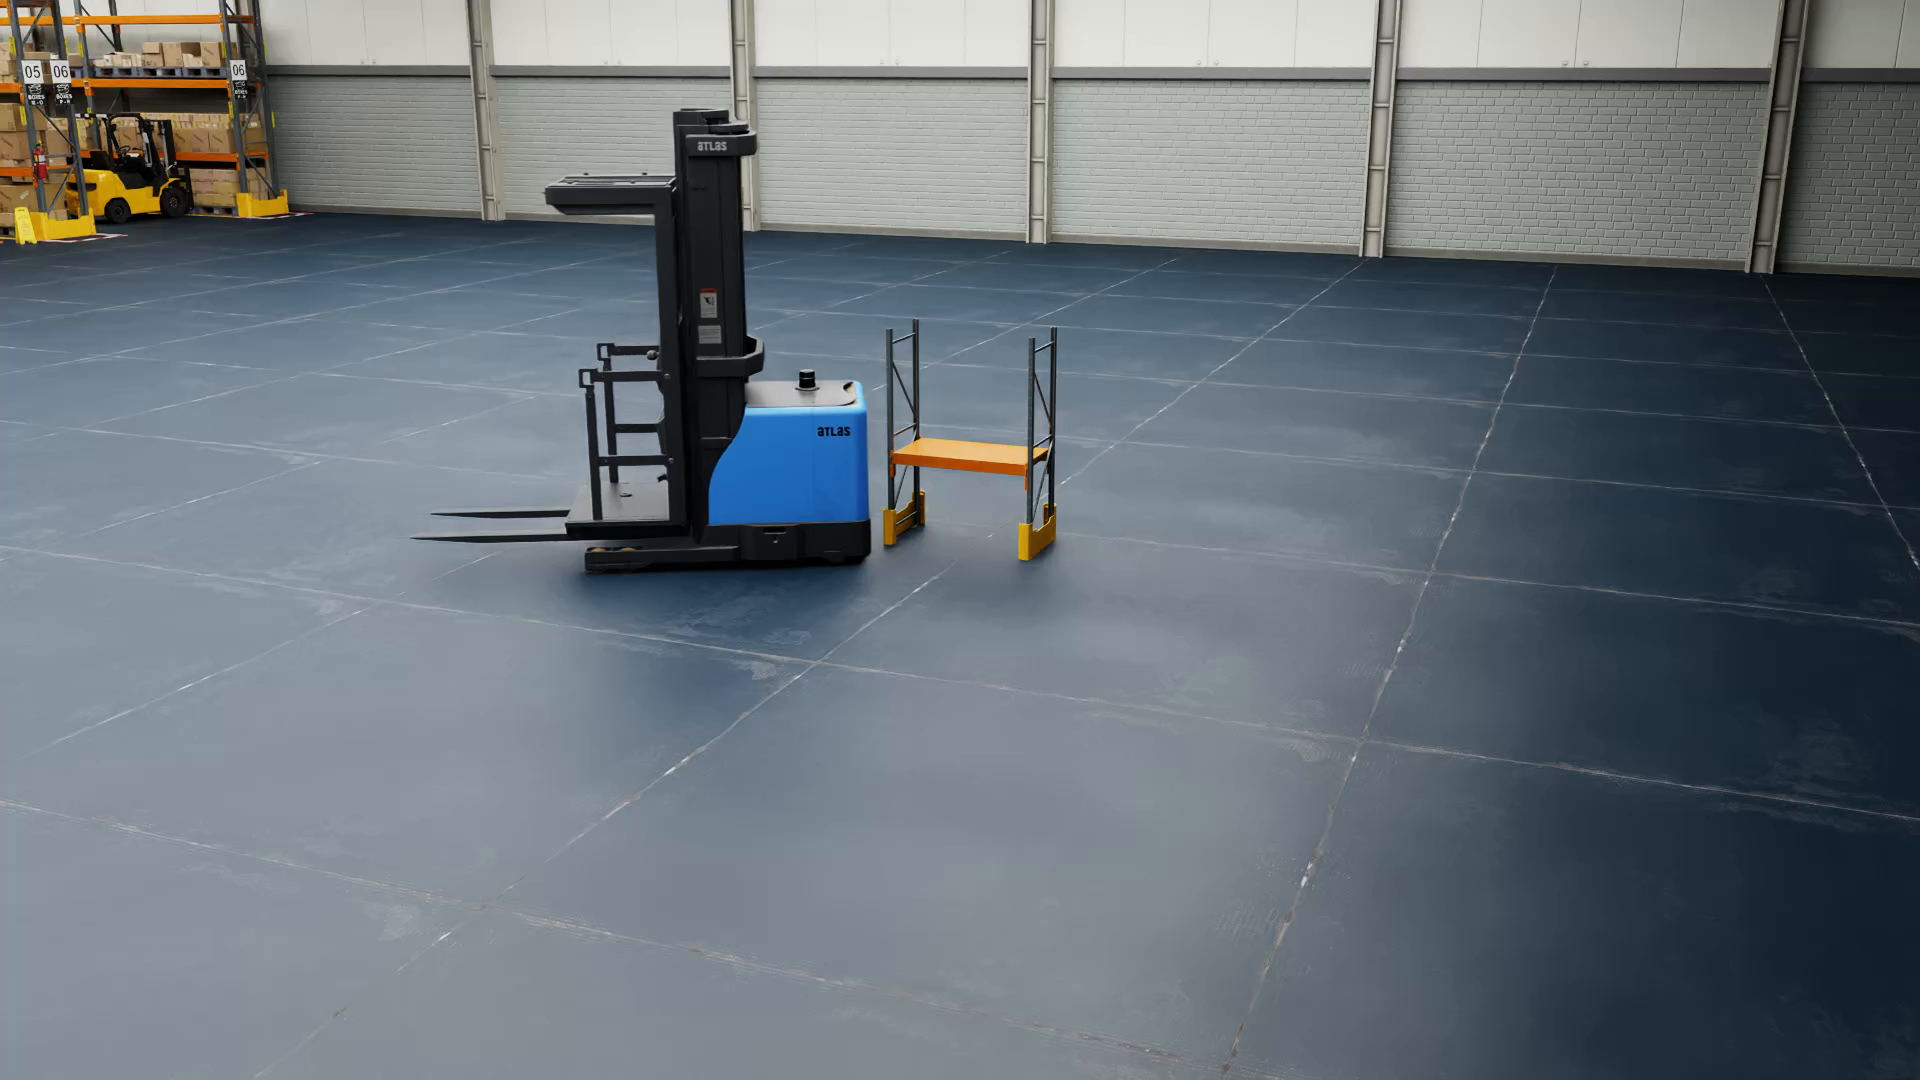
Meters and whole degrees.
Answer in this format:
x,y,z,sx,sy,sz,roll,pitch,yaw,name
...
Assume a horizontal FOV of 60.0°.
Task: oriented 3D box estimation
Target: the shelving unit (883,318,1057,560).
x,y,z,sx,sy,sz,roll,pitch,yaw,name
0.071,-0.712,11.438,1.083,1.500,0.587,6,17,21,shelving unit

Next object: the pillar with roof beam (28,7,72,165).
x,y,z,sx,sy,sz,roll,pitch,yaw,name
-22.462,-11.118,33.829,0.400,9.000,9.100,6,17,21,pillar with roof beam

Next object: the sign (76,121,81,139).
x,y,z,sx,sy,sz,roll,pitch,yaw,name
-16.603,-7.703,31.275,0.005,0.325,0.100,6,17,21,sign

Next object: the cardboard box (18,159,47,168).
x,y,z,sx,sy,sz,roll,pitch,yaw,name
-17.228,-7.009,30.886,0.250,0.149,0.380,7,18,22,cardboard box

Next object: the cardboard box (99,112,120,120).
x,y,z,sx,sy,sz,roll,pitch,yaw,name
-18.518,-9.236,36.232,0.250,0.149,0.380,7,17,22,cardboard box

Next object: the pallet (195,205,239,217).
x,y,z,sx,sy,sz,roll,pitch,yaw,name
-15.711,-7.163,35.967,1.213,0.211,1.003,6,17,21,pallet

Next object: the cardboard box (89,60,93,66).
x,y,z,sx,sy,sz,roll,pitch,yaw,name
-19.423,-10.551,36.774,0.250,0.149,0.380,6,17,21,cardboard box

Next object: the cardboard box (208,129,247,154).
x,y,z,sx,sy,sz,roll,pitch,yaw,name
-15.538,-8.465,35.271,0.500,0.500,0.500,6,17,19,cardboard box

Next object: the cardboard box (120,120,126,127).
x,y,z,sx,sy,sz,roll,pitch,yaw,name
-18.011,-9.057,36.147,0.250,0.149,0.380,6,17,21,cardboard box

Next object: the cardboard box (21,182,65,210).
x,y,z,sx,sy,sz,roll,pitch,yaw,name
-17.473,-6.544,31.670,0.500,0.500,0.500,6,17,19,cardboard box

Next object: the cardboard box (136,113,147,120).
x,y,z,sx,sy,sz,roll,pitch,yaw,name
-17.547,-9.137,35.889,0.250,0.149,0.380,6,17,20,cardboard box

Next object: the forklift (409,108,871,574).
x,y,z,sx,sy,sz,roll,pitch,yaw,name
-2.142,-1.340,11.031,3.031,2.935,1.130,-1,16,-5,forklift

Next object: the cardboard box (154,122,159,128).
x,y,z,sx,sy,sz,roll,pitch,yaw,name
-17.074,-8.939,35.741,0.250,0.149,0.380,6,17,19,cardboard box

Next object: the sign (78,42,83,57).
x,y,z,sx,sy,sz,roll,pitch,yaw,name
-18.895,-10.542,35.733,0.005,0.325,0.100,6,17,21,sign

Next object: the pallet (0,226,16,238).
x,y,z,sx,sy,sz,roll,pitch,yaw,name
-17.615,-5.907,31.644,1.213,0.211,1.003,6,17,21,pallet

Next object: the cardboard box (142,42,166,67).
x,y,z,sx,sy,sz,roll,pitch,yaw,name
-16.932,-10.357,35.470,0.637,0.503,0.797,7,18,22,cardboard box

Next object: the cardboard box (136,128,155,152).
x,y,z,sx,sy,sz,roll,pitch,yaw,name
-17.426,-8.678,36.006,0.500,0.500,0.500,6,17,20,cardboard box

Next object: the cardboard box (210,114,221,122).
x,y,z,sx,sy,sz,roll,pitch,yaw,name
-15.636,-8.936,35.197,0.250,0.149,0.380,6,17,21,cardboard box

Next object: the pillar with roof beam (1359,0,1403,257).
x,y,z,sx,sy,sz,roll,pitch,yaw,name
5.445,-8.049,23.258,0.400,9.000,9.100,6,17,21,pillar with roof beam

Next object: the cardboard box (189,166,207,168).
x,y,z,sx,sy,sz,roll,pitch,yaw,name
-16.763,-8.052,36.415,0.500,0.250,0.500,6,17,20,cardboard box

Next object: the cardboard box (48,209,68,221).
x,y,z,sx,sy,sz,roll,pitch,yaw,name
-17.451,-6.182,31.767,0.500,0.250,0.500,6,17,20,cardboard box

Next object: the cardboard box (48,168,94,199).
x,y,z,sx,sy,sz,roll,pitch,yaw,name
-19.914,-8.037,37.482,0.625,0.625,0.875,6,17,20,cardboard box

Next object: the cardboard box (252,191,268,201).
x,y,z,sx,sy,sz,roll,pitch,yaw,name
-15.369,-7.416,36.019,0.500,0.250,0.500,6,17,21,cardboard box

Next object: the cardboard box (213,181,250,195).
x,y,z,sx,sy,sz,roll,pitch,yaw,name
-15.552,-7.524,35.494,0.500,0.250,0.500,6,17,20,cardboard box

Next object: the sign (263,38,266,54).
x,y,z,sx,sy,sz,roll,pitch,yaw,name
-14.775,-10.476,35.289,0.005,0.325,0.100,6,17,21,sign

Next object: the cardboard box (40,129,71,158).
x,y,z,sx,sy,sz,roll,pitch,yaw,name
-17.141,-7.458,31.270,0.500,0.500,0.500,6,17,20,cardboard box

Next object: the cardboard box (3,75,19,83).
x,y,z,sx,sy,sz,roll,pitch,yaw,name
-17.237,-8.430,30.403,0.250,0.149,0.380,6,17,21,cardboard box

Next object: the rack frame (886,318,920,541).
x,y,z,sx,sy,sz,roll,pitch,yaw,name
-0.394,-0.764,11.614,0.032,1.500,0.500,6,17,21,rack frame

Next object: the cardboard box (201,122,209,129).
x,y,z,sx,sy,sz,roll,pitch,yaw,name
-15.877,-8.817,35.323,0.250,0.149,0.380,7,17,22,cardboard box

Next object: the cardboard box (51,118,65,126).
x,y,z,sx,sy,sz,roll,pitch,yaw,name
-19.853,-9.233,36.756,0.250,0.149,0.380,6,17,19,cardboard box

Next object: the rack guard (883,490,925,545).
x,y,z,sx,sy,sz,roll,pitch,yaw,name
-0.392,-0.163,11.787,0.087,0.250,0.587,6,17,21,rack guard

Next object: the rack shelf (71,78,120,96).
x,y,z,sx,sy,sz,roll,pitch,yaw,name
-20.566,-10.143,37.142,4.000,0.370,1.077,6,17,21,rack shelf

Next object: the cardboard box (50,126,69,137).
x,y,z,sx,sy,sz,roll,pitch,yaw,name
-19.737,-9.046,36.826,0.500,0.250,0.500,6,17,19,cardboard box

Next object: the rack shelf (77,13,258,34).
x,y,z,sx,sy,sz,roll,pitch,yaw,name
-16.845,-10.982,35.371,4.000,0.370,1.077,6,17,21,rack shelf

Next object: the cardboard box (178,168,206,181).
x,y,z,sx,sy,sz,roll,pitch,yaw,name
-16.477,-7.862,35.759,0.500,0.250,0.500,7,17,21,cardboard box

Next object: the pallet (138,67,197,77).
x,y,z,sx,sy,sz,roll,pitch,yaw,name
-16.771,-10.036,35.641,1.213,0.211,1.003,6,17,21,pallet

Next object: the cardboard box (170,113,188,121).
x,y,z,sx,sy,sz,roll,pitch,yaw,name
-16.619,-9.023,35.498,0.250,0.149,0.380,7,17,22,cardboard box

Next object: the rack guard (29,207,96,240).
x,y,z,sx,sy,sz,roll,pitch,yaw,name
-16.873,-5.954,31.286,0.348,0.500,1.175,6,17,21,rack guard

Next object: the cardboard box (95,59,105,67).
x,y,z,sx,sy,sz,roll,pitch,yaw,name
-18.399,-10.288,35.871,0.250,0.149,0.380,7,17,22,cardboard box

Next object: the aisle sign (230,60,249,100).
x,y,z,sx,sy,sz,roll,pitch,yaw,name
-15.031,-9.600,34.698,0.004,0.787,0.394,6,17,21,aisle sign

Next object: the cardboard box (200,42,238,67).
x,y,z,sx,sy,sz,roll,pitch,yaw,name
-15.485,-10.155,34.780,0.500,0.500,0.500,7,18,22,cardboard box

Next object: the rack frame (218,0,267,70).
x,y,z,sx,sy,sz,roll,pitch,yaw,name
-14.984,-11.315,34.510,0.127,3.000,1.000,6,17,21,rack frame

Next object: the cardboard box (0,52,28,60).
x,y,z,sx,sy,sz,roll,pitch,yaw,name
-17.225,-8.807,30.272,0.250,0.149,0.380,6,17,21,cardboard box
